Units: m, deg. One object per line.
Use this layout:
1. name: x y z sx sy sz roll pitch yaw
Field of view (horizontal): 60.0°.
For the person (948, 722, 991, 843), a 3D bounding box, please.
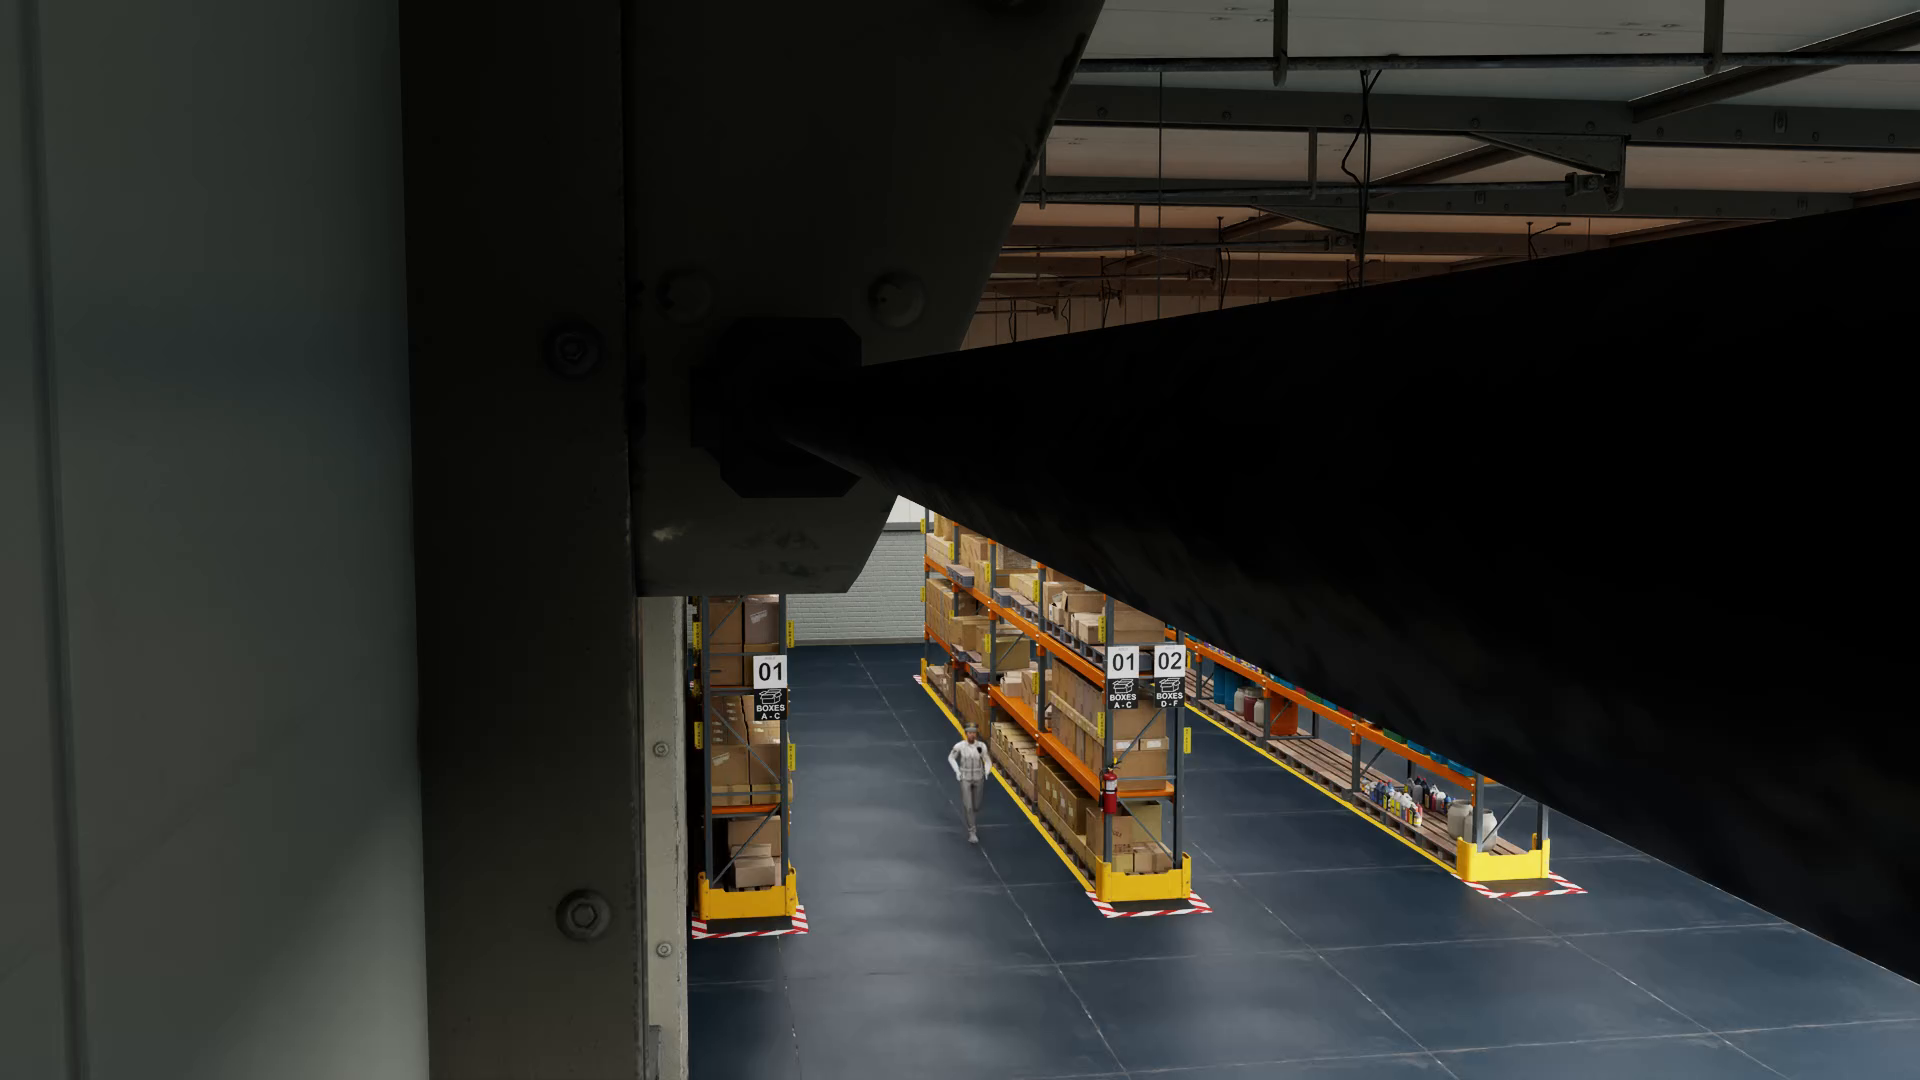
1. person: 0.146 3.422 23.769 0.618 1.684 0.761 -1 5 -8
